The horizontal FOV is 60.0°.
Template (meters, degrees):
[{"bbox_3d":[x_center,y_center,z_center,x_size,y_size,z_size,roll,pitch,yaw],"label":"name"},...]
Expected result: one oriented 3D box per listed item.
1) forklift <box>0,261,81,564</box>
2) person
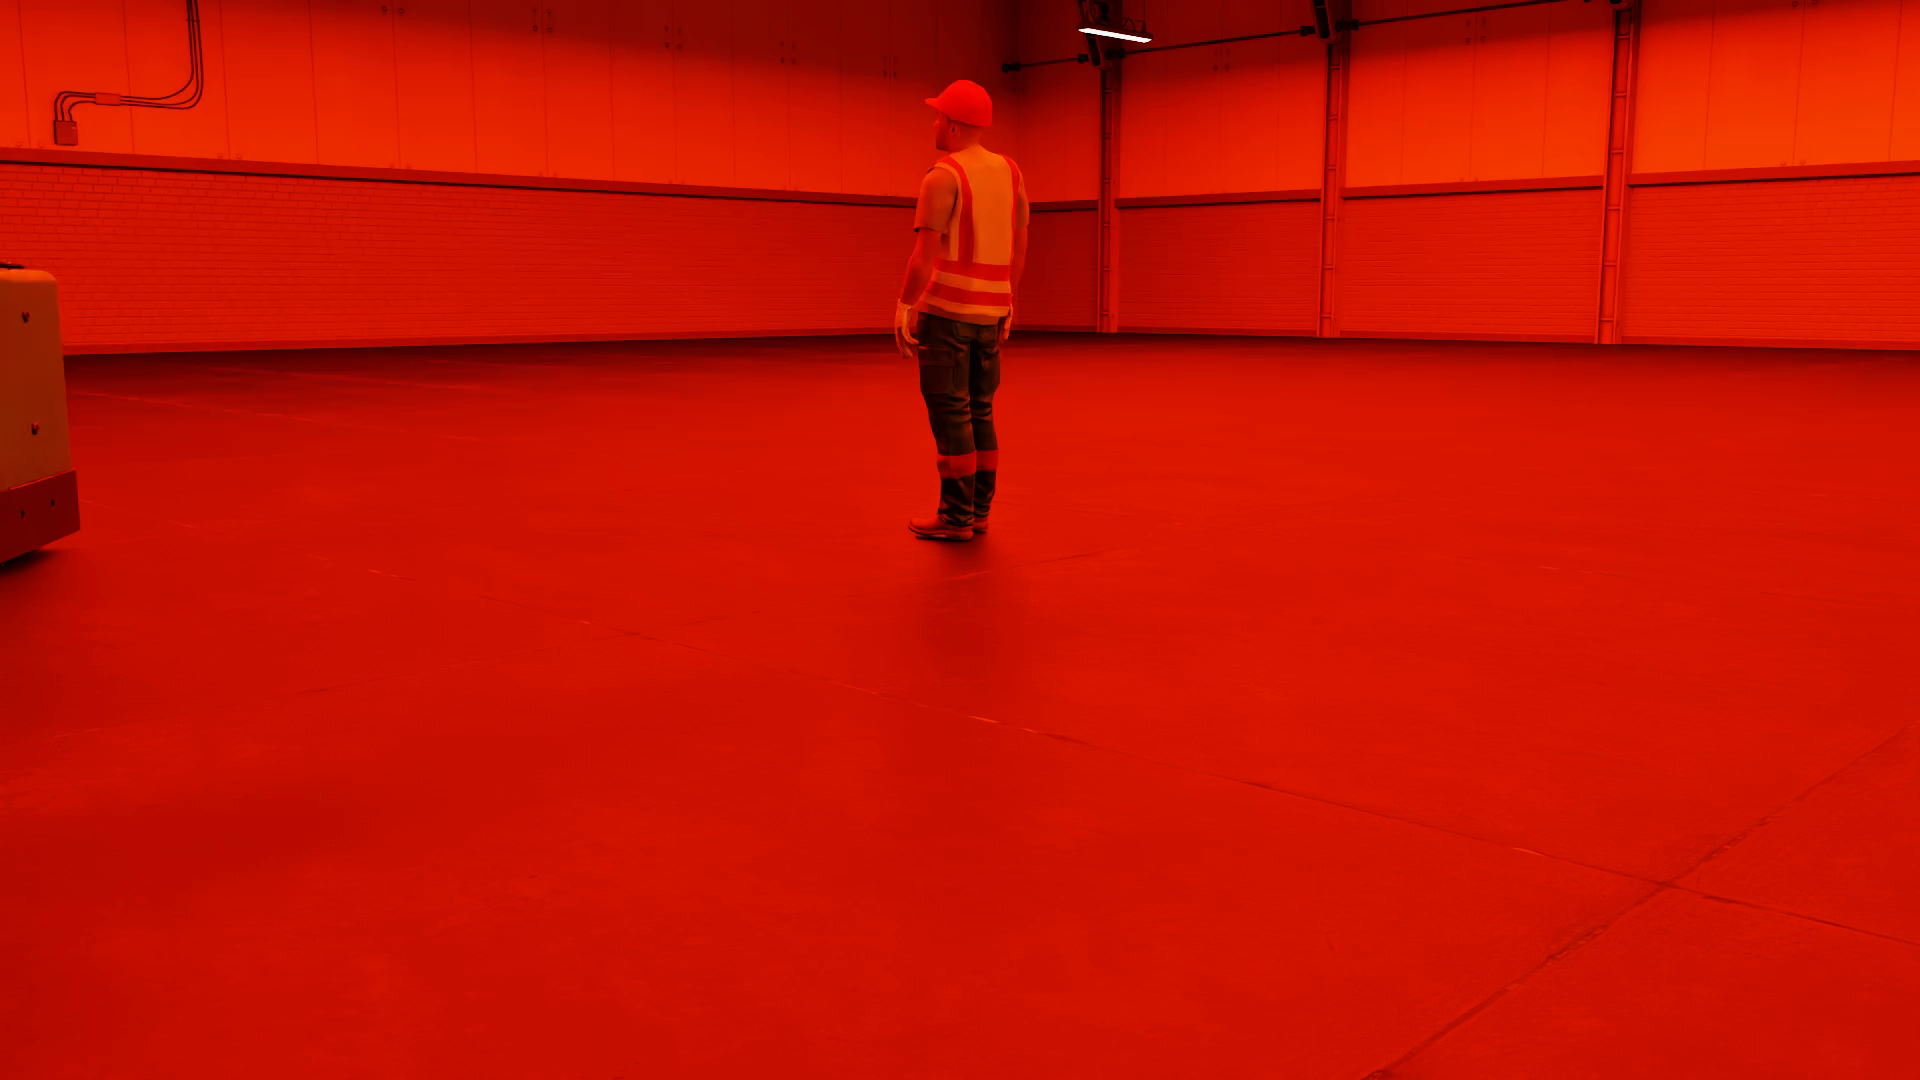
[{"bbox_3d":[-4.844,-1.313,5.591,3.031,2.935,1.130,-2,9,-10],"label":"forklift"},{"bbox_3d":[-0.051,-0.901,6.646,0.562,1.789,0.638,8,12,43],"label":"person"}]
